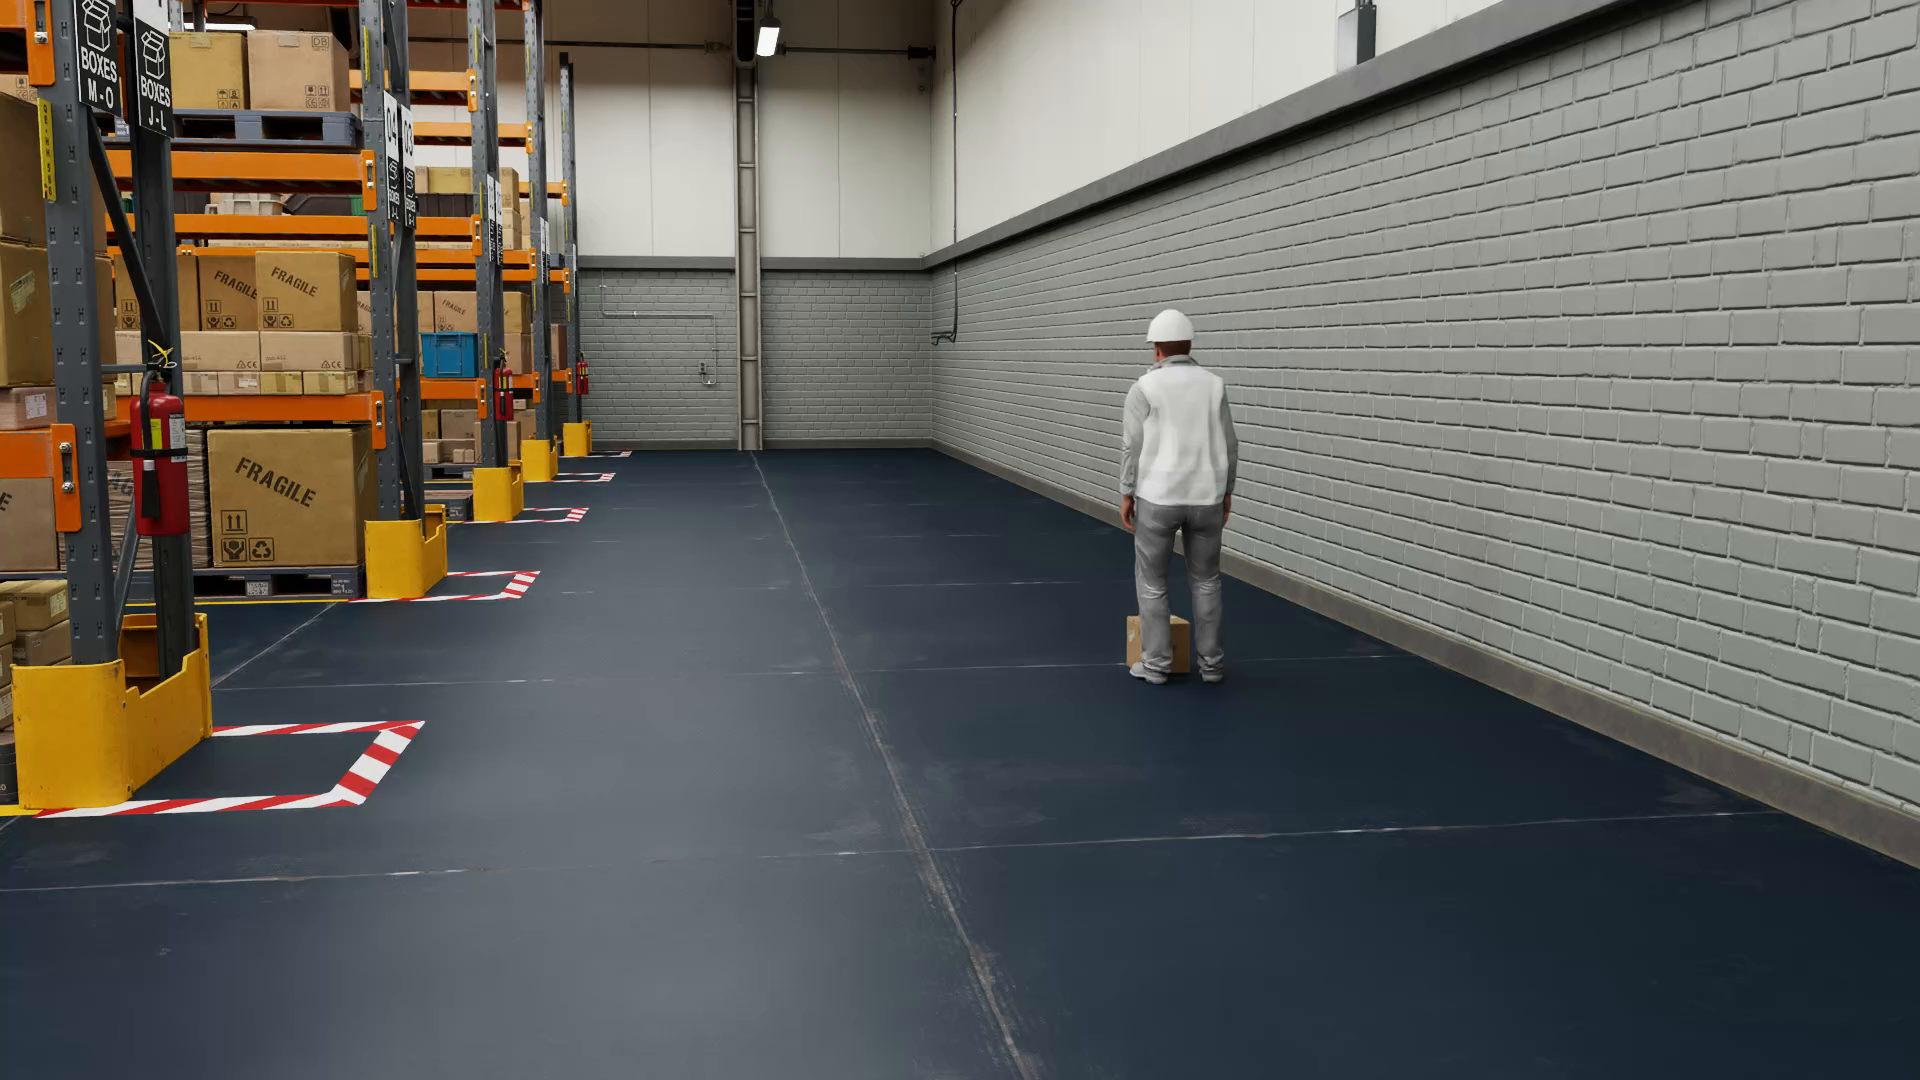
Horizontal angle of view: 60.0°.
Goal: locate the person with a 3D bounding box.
[{"bbox_3d":[1.034,-0.206,7.927,0.578,1.770,0.466,-1,7,-11],"label":"person"}]
